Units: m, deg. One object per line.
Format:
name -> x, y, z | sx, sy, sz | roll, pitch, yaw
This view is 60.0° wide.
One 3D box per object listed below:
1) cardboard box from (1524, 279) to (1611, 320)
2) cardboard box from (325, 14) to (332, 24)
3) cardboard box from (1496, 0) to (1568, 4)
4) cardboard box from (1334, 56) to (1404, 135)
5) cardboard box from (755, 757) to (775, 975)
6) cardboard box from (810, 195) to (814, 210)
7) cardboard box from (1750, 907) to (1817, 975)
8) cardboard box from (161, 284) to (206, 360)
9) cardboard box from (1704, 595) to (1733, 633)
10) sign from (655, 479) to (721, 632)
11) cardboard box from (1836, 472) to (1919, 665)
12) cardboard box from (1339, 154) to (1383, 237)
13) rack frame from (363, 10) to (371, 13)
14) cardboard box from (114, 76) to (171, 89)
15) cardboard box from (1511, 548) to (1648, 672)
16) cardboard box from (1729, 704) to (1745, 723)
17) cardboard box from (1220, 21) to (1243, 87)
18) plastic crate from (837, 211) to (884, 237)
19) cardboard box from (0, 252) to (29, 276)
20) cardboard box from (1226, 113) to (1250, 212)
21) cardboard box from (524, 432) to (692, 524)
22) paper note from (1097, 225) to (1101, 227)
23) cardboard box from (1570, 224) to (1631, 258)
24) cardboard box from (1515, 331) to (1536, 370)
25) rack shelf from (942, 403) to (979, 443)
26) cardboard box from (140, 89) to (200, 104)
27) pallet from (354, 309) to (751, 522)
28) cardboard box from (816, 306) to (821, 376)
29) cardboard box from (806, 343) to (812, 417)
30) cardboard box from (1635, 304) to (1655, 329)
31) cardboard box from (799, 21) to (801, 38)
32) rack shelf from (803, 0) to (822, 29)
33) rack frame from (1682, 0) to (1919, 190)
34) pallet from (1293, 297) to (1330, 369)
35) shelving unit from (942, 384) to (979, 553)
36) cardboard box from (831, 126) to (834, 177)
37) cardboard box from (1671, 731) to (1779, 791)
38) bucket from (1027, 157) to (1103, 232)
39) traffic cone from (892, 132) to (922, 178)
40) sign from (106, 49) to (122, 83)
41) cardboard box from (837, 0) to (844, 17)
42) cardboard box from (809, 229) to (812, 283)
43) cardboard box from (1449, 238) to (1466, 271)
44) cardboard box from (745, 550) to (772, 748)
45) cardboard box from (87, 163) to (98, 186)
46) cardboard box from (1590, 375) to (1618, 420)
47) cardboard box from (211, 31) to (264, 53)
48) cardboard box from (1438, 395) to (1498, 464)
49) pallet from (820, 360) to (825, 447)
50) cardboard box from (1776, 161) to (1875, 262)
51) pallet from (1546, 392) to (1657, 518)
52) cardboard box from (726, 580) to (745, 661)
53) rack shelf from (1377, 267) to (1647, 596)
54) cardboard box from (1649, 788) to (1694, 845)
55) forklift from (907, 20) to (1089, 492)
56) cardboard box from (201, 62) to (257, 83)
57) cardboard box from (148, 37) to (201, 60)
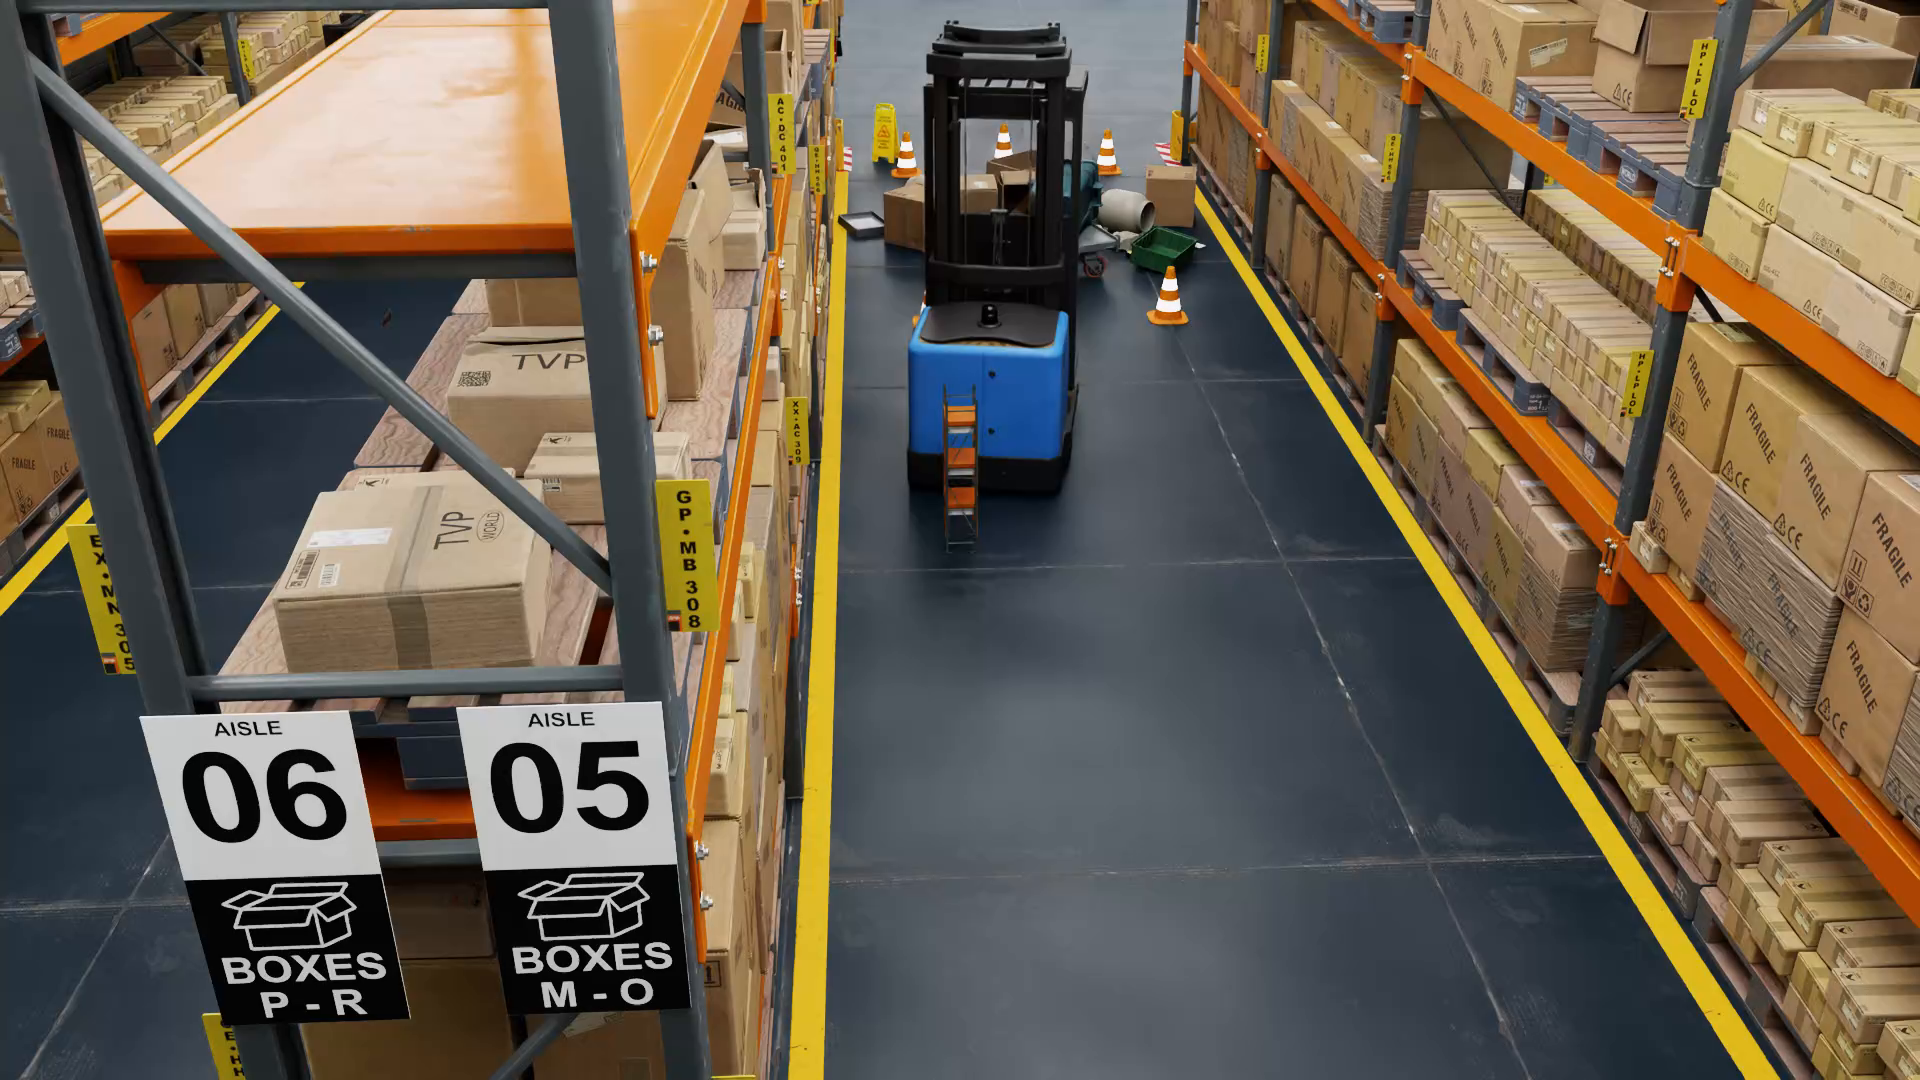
cardboard box -> 3.374, -1.338, 9.247 | 0.380, 0.149, 0.250 | -3, 28, -5
cardboard box -> -6.508, -5.174, 16.617 | 0.380, 0.149, 0.250 | -2, 28, -4
cardboard box -> 3.274, -3.230, 9.519 | 0.396, 0.266, 0.258 | -1, 28, -3
cardboard box -> 3.351, -3.466, 12.962 | 0.700, 0.500, 0.500 | -2, 28, -3
cardboard box -> -0.873, 1.055, 5.375 | 0.500, 0.500, 0.500 | -2, 28, -3
cardboard box -> -1.264, -2.514, 12.144 | 0.380, 0.149, 0.250 | -1, 28, -2
cardboard box -> 3.448, 1.615, 6.717 | 0.380, 0.149, 0.250 | -1, 28, -2
cardboard box -> -6.542, -1.811, 13.092 | 0.875, 0.625, 0.625 | -2, 28, -5
cardboard box -> 3.500, 0.272, 7.256 | 0.380, 0.149, 0.250 | -3, 28, -5
sign -> -0.517, 0.033, 3.169 | 0.100, 0.325, 0.005 | -1, 28, -3
cardboard box -> 3.501, 0.087, 5.828 | 0.500, 0.500, 0.500 | -2, 28, -4
cardboard box -> 3.132, -2.541, 12.269 | 0.500, 0.500, 0.500 | -1, 28, -3
rack frame -> -6.864, -5.471, 17.996 | 1.000, 3.000, 0.127 | -1, 28, -3
cardboard box -> -6.851, -3.788, 13.960 | 0.380, 0.149, 0.250 | -2, 28, -4
cardboard box -> 3.367, 0.369, 9.047 | 0.500, 0.500, 0.500 | -2, 28, -4
cardboard box -> 3.936, 0.755, 8.044 | 0.380, 0.149, 0.250 | -1, 28, -1
cardboard box -> 3.119, -4.896, 16.732 | 0.875, 0.550, 0.500 | -1, 28, -3
plastic crate -> -0.961, -3.196, 16.791 | 0.402, 0.080, 0.583 | -11, 30, -20
cardboard box -> -6.225, -1.921, 11.352 | 0.500, 0.250, 0.500 | -1, 28, -2
cardboard box -> 3.226, -3.864, 16.759 | 0.875, 0.875, 0.875 | -1, 28, -2
cardboard box -> -0.899, -0.161, 4.281 | 0.380, 0.149, 0.250 | 0, 28, -1
paper note -> 1.341, -3.175, 16.812 | 0.172, 0.023, 0.155 | 8, 29, 15
cardboard box -> 3.974, -1.827, 10.184 | 0.380, 0.149, 0.250 | -1, 28, -1
cardboard box -> 3.368, -1.072, 9.379 | 0.380, 0.149, 0.250 | 0, 28, 0
rack shelf -> 0.003, -0.683, 10.334 | 0.215, 0.259, 0.240 | -1, 28, -3
cardboard box -> -6.424, -3.570, 13.542 | 0.380, 0.149, 0.250 | -1, 28, -3
pallet -> -1.188, -0.401, 5.128 | 1.003, 0.211, 1.213 | -1, 28, -3
cardboard box -> -1.555, -1.521, 12.810 | 0.950, 0.372, 0.625 | -2, 28, -4
cardboard box -> -1.096, -0.901, 9.396 | 0.500, 0.250, 0.500 | -2, 28, -3
cardboard box -> 4.023, -1.223, 9.346 | 0.380, 0.149, 0.250 | -2, 28, -4
cardboard box -> -1.068, -2.727, 9.183 | 0.396, 0.266, 0.258 | -2, 28, -4
rack shelf -> -1.594, -3.833, 12.389 | 1.077, 0.370, 4.000 | -1, 28, -3
rack frame -> 3.658, -2.877, 6.535 | 1.000, 3.000, 0.127 | -1, 28, -3
pallet -> 3.422, -1.756, 13.888 | 1.003, 0.211, 1.213 | -1, 28, -3
shelving unit -> 0.003, -0.441, 10.460 | 0.215, 1.050, 0.252 | -1, 28, -3
cardboard box -> -1.524, -3.810, 16.520 | 0.500, 0.500, 0.500 | 0, 28, 0
cardboard box -> 3.486, 1.005, 7.564 | 0.380, 0.149, 0.250 | -2, 28, -3
bucket -> 0.930, -3.141, 15.425 | 0.726, 0.611, 0.620 | 8, 39, 15
traffic cone -> -0.596, -4.300, 18.495 | 0.336, 0.463, 0.334 | -1, 28, -3
sign -> -7.209, -4.029, 14.209 | 0.100, 0.325, 0.005 | -1, 28, -3
cardboard box -> -1.514, -5.515, 16.569 | 0.700, 0.500, 0.500 | -2, 28, -3
cardboard box -> -1.210, -1.836, 10.648 | 0.500, 0.250, 0.500 | -1, 28, -3
cardboard box -> 3.307, -1.795, 10.443 | 0.380, 0.149, 0.250 | -2, 28, -4
cardboard box -> -0.908, 0.374, 5.600 | 0.500, 0.500, 0.500 | -1, 28, -2
cardboard box -> -6.223, -2.504, 11.498 | 0.380, 0.149, 0.250 | -1, 28, -1
cardboard box -> 3.425, -0.724, 8.391 | 0.380, 0.149, 0.250 | -1, 28, -2
cardboard box -> -6.501, -4.478, 14.961 | 0.380, 0.149, 0.250 | -2, 28, -4
cardboard box -> 3.282, -0.687, 10.262 | 0.500, 0.250, 0.500 | -1, 28, -2
pallet -> -1.529, -1.023, 12.483 | 1.003, 0.211, 1.213 | -1, 28, -3
cardboard box -> 3.464, -1.244, 6.269 | 0.500, 0.250, 0.500 | -1, 28, -3
pallet -> 3.763, -0.489, 8.650 | 1.003, 0.211, 1.213 | -1, 28, -3
cardboard box -> -0.867, 0.251, 5.134 | 0.380, 0.149, 0.250 | -1, 28, -2
rack shelf -> 3.553, -0.822, 9.860 | 1.077, 0.370, 4.000 | -1, 28, -3
cardboard box -> 3.434, 1.273, 7.694 | 0.380, 0.149, 0.250 | -2, 28, -3
forklift -> 0.324, -2.277, 11.946 | 1.130, 2.935, 3.031 | 3, 28, 6
cardboard box -> -6.409, -4.109, 14.576 | 0.380, 0.149, 0.250 | -2, 28, -3
cardboard box -> -6.945, -4.345, 14.705 | 0.380, 0.149, 0.250 | -2, 28, -4
